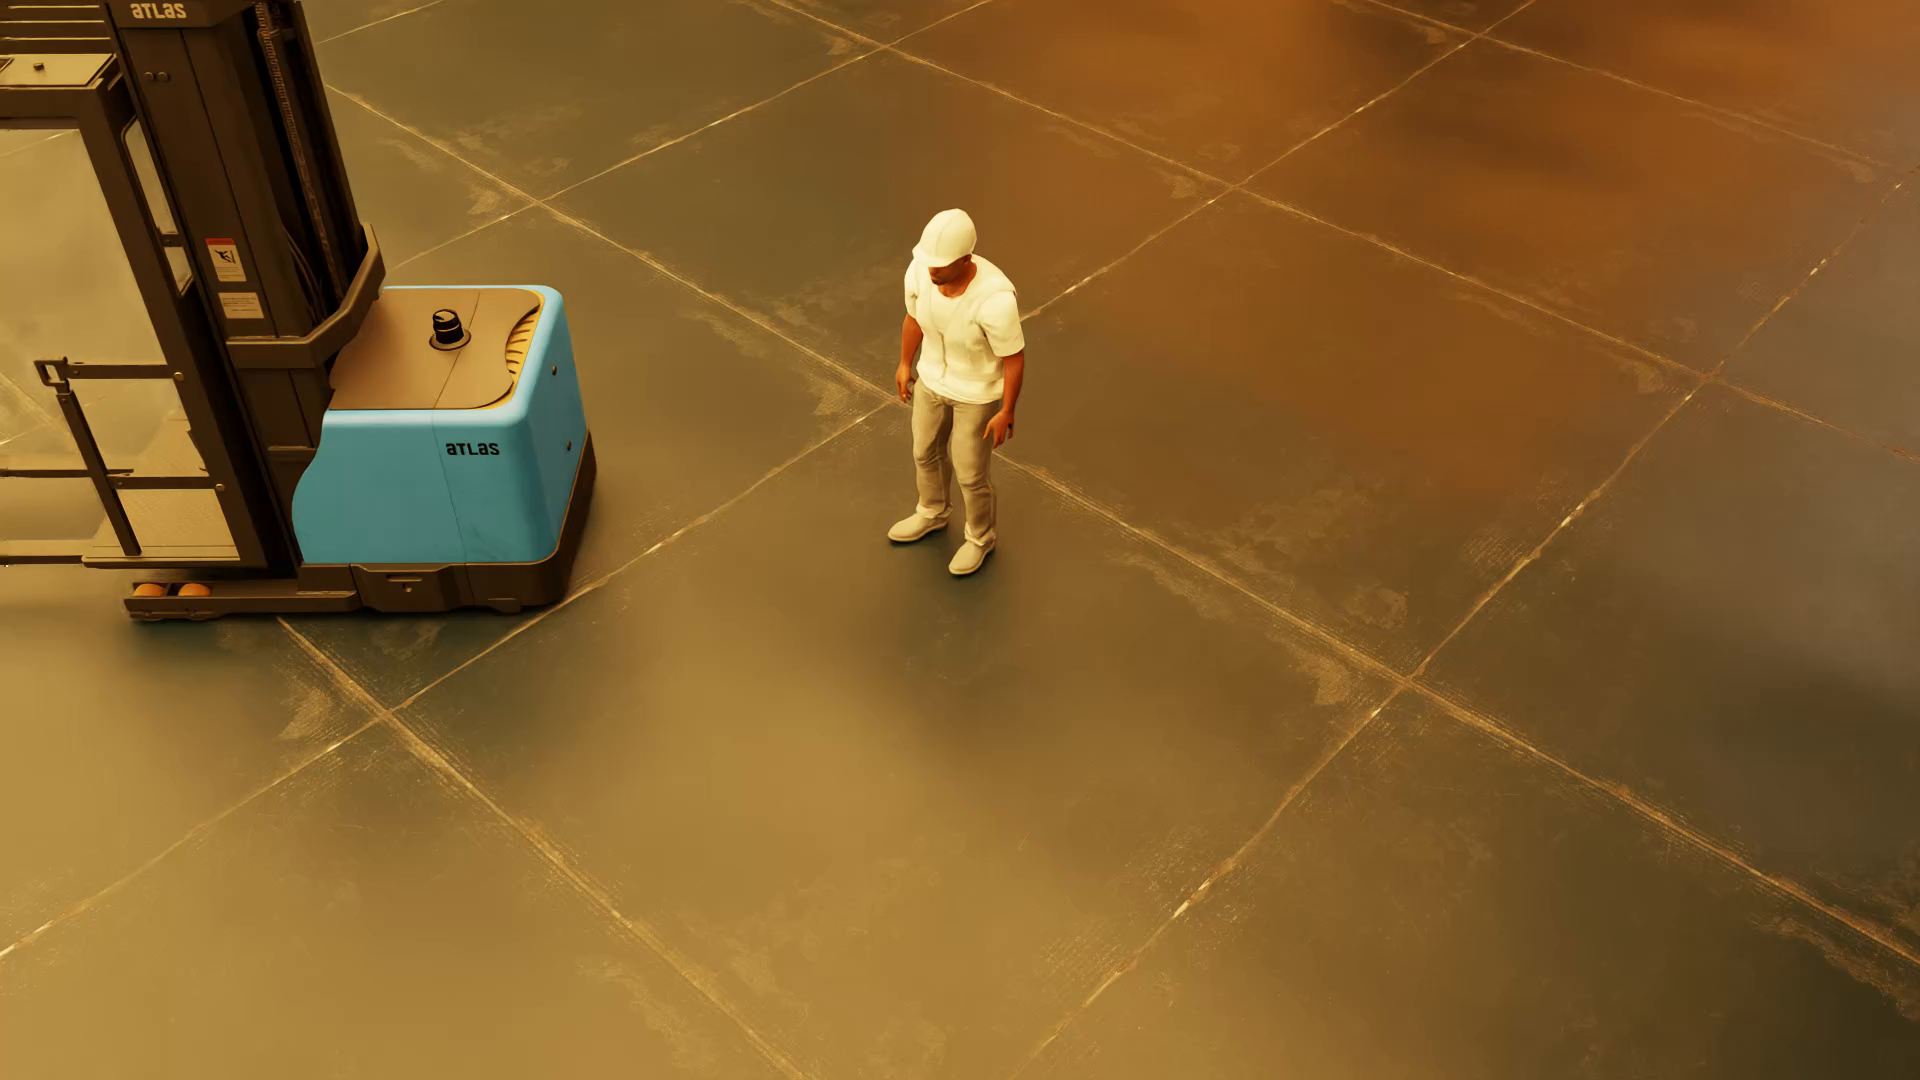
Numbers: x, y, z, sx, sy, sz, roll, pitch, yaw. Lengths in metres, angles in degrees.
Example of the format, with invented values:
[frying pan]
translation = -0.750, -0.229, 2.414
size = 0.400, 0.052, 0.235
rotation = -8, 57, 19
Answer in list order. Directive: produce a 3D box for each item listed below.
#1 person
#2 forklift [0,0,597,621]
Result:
[person]
translation = -0.021, -0.644, 7.081
size = 0.626, 1.760, 0.460
rotation = 29, 48, 30
[forklift]
translation = -3.249, -1.106, 6.718
size = 3.031, 2.935, 1.130
rotation = 0, 41, 0
